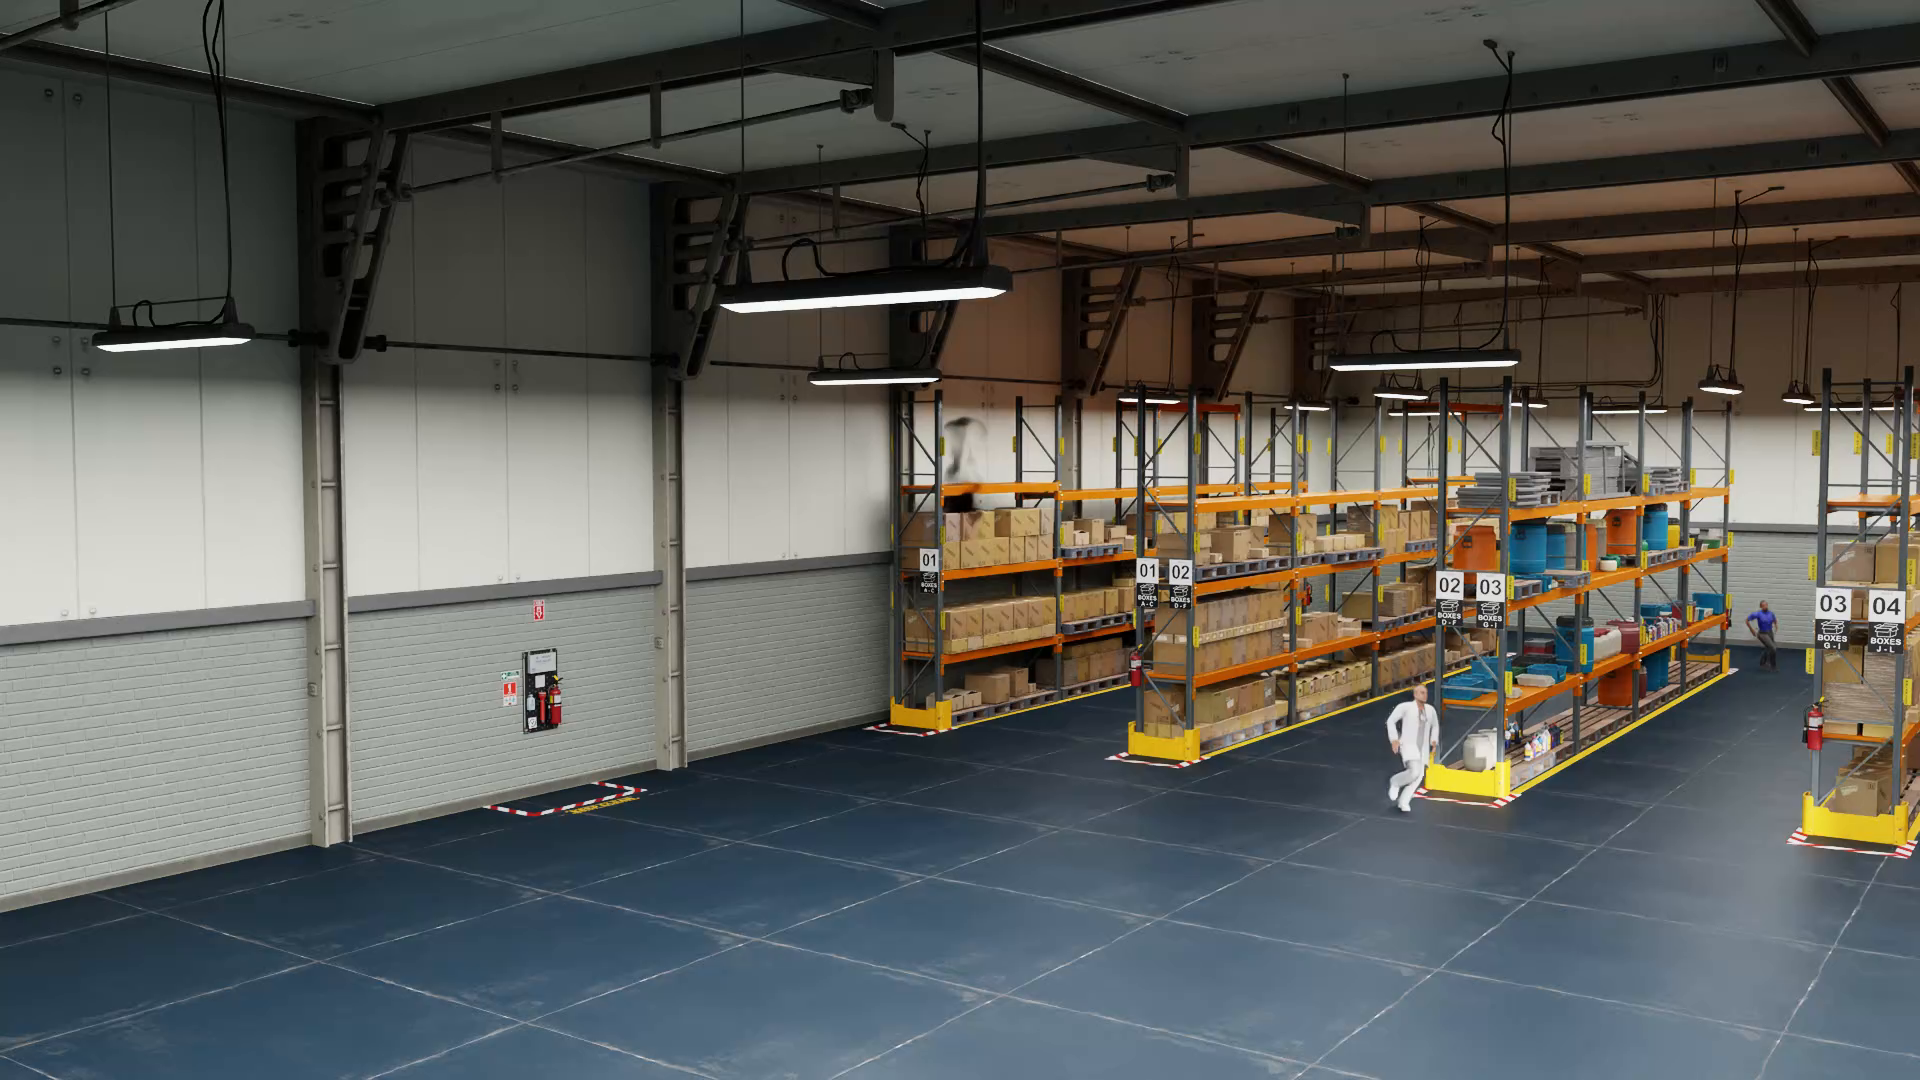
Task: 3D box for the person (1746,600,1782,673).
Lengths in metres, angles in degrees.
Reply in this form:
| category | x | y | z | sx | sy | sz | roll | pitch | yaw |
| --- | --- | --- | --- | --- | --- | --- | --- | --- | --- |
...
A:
| category | x | y | z | sx | sy | sz | roll | pitch | yaw |
| --- | --- | --- | --- | --- | --- | --- | --- | --- | --- |
| person | 17.906 | 2.145 | 37.005 | 0.729 | 1.632 | 0.732 | -1 | 3 | -18 |

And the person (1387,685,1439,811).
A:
| category | x | y | z | sx | sy | sz | roll | pitch | yaw |
| --- | --- | --- | --- | --- | --- | --- | --- | --- | --- |
| person | 6.303 | 2.860 | 22.922 | 0.736 | 1.698 | 0.569 | -1 | 3 | -15 |
